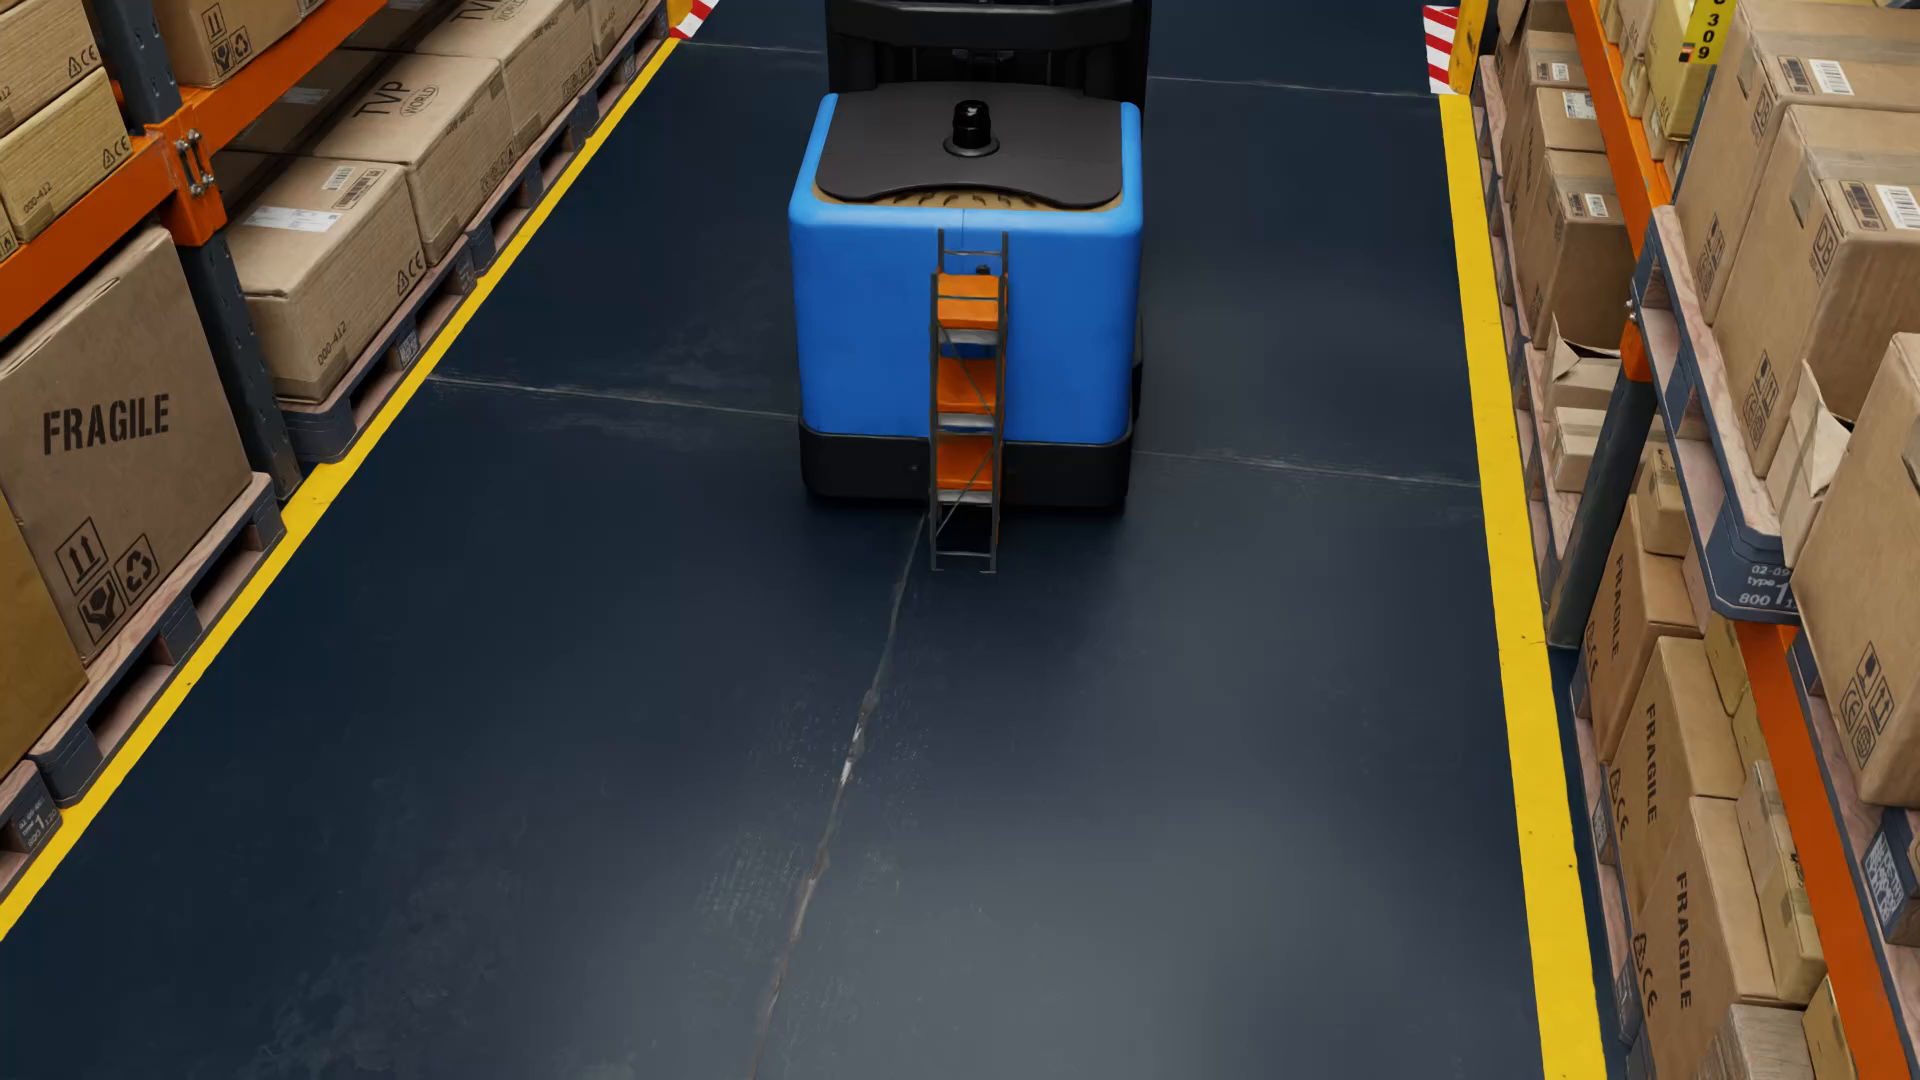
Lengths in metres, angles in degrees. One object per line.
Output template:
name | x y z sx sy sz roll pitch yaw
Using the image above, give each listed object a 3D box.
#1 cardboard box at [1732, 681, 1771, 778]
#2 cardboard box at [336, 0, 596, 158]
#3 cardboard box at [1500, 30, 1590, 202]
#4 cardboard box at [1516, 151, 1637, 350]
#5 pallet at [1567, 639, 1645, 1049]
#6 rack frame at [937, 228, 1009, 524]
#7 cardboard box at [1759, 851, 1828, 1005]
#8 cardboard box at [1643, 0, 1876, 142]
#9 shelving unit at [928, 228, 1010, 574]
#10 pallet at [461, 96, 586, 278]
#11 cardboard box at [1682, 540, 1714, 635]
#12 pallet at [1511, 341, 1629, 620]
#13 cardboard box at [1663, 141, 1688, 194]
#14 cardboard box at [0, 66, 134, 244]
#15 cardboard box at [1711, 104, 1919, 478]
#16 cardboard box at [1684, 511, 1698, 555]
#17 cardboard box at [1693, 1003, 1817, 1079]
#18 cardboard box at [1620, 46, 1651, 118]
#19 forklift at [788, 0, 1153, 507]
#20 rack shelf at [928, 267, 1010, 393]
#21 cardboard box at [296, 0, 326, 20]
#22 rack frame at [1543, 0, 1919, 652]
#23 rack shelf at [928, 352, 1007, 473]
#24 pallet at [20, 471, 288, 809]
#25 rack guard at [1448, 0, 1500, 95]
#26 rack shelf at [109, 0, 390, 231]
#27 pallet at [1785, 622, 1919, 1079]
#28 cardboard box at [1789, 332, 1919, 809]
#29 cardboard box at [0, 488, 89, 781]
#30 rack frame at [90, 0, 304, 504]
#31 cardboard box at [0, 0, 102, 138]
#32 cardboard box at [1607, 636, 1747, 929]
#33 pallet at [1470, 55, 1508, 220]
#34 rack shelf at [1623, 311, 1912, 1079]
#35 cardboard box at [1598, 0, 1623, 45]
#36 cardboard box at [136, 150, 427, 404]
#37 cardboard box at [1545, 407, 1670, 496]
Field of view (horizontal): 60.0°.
cardboard box | 1.858 0.443 3.484 0.380 0.149 0.250 6 40 7
cardboard box | -2.141 -2.052 7.059 0.875 0.438 0.875 7 40 9
cardboard box | 2.528 -1.626 6.495 0.700 0.500 0.500 8 40 9
cardboard box | 2.349 -0.975 5.707 0.700 0.500 0.500 5 40 6
pallet | 2.118 0.767 4.157 1.003 0.211 1.213 6 40 8
rack frame | 0.030 -0.462 4.983 0.200 1.050 0.008 3 40 2
cardboard box | 1.733 0.751 3.111 0.380 0.149 0.250 8 40 9
cardboard box | 2.069 -1.226 4.263 0.500 0.250 0.500 7 40 9
shelving unit | 0.023 -0.384 4.889 0.215 1.050 0.252 3 40 2
pallet | -2.250 -1.530 6.934 1.003 0.211 1.213 6 40 8
cardboard box | 1.926 0.107 3.890 0.380 0.149 0.250 5 40 6
pallet | 2.341 -0.179 5.301 1.003 0.211 1.213 6 40 8
cardboard box | 2.028 -0.954 4.247 0.380 0.149 0.250 7 40 8
cardboard box | -2.497 -1.001 4.224 0.500 0.250 0.500 5 40 7
cardboard box | 1.828 -0.419 2.995 0.700 0.500 0.500 7 40 8
cardboard box | 1.900 -0.022 3.812 0.380 0.149 0.250 5 40 6
cardboard box | 1.647 1.230 3.040 0.500 0.500 0.500 5 40 6
cardboard box | 2.073 -1.286 4.648 0.380 0.149 0.250 7 40 9
forklift | 0.111 -2.158 5.560 1.130 2.935 3.031 3 40 3
rack shelf | 0.026 -0.595 4.715 0.215 0.259 0.240 3 40 2
cardboard box | -2.238 -1.987 5.221 0.500 0.500 0.500 7 40 8
rack frame | 2.222 -0.823 3.891 1.000 3.000 0.127 6 40 8
rack shelf | 0.023 -0.376 4.896 0.215 0.259 0.240 3 40 2
pallet | -2.727 0.199 4.843 1.003 0.211 1.213 6 40 8
rack guard | 2.901 -2.322 7.666 1.175 0.500 0.348 6 40 8
rack shelf | -2.322 -2.346 6.298 1.077 0.370 4.000 6 40 8
pallet | 1.861 0.540 2.393 1.003 0.211 1.213 6 40 8
cardboard box | 1.692 0.073 2.399 0.700 0.500 0.500 6 40 7
cardboard box | -2.845 0.255 3.926 0.875 0.875 0.875 7 40 9
rack frame | -2.668 -1.368 4.550 1.000 3.000 0.127 6 40 8
cardboard box | -2.505 -1.199 4.072 0.500 0.250 0.500 6 40 8
cardboard box | 1.834 0.593 3.811 0.500 0.500 0.500 6 40 7
pallet | 2.764 -1.710 7.153 1.003 0.211 1.213 6 40 8
rack shelf | 1.875 0.710 2.602 1.077 0.370 4.000 6 40 8
cardboard box | 2.161 -1.611 5.041 0.380 0.149 0.250 6 40 7
cardboard box | -2.454 -0.924 5.695 0.875 0.438 0.875 6 40 7
cardboard box | 2.029 -0.268 5.128 0.380 0.149 0.250 5 40 6
